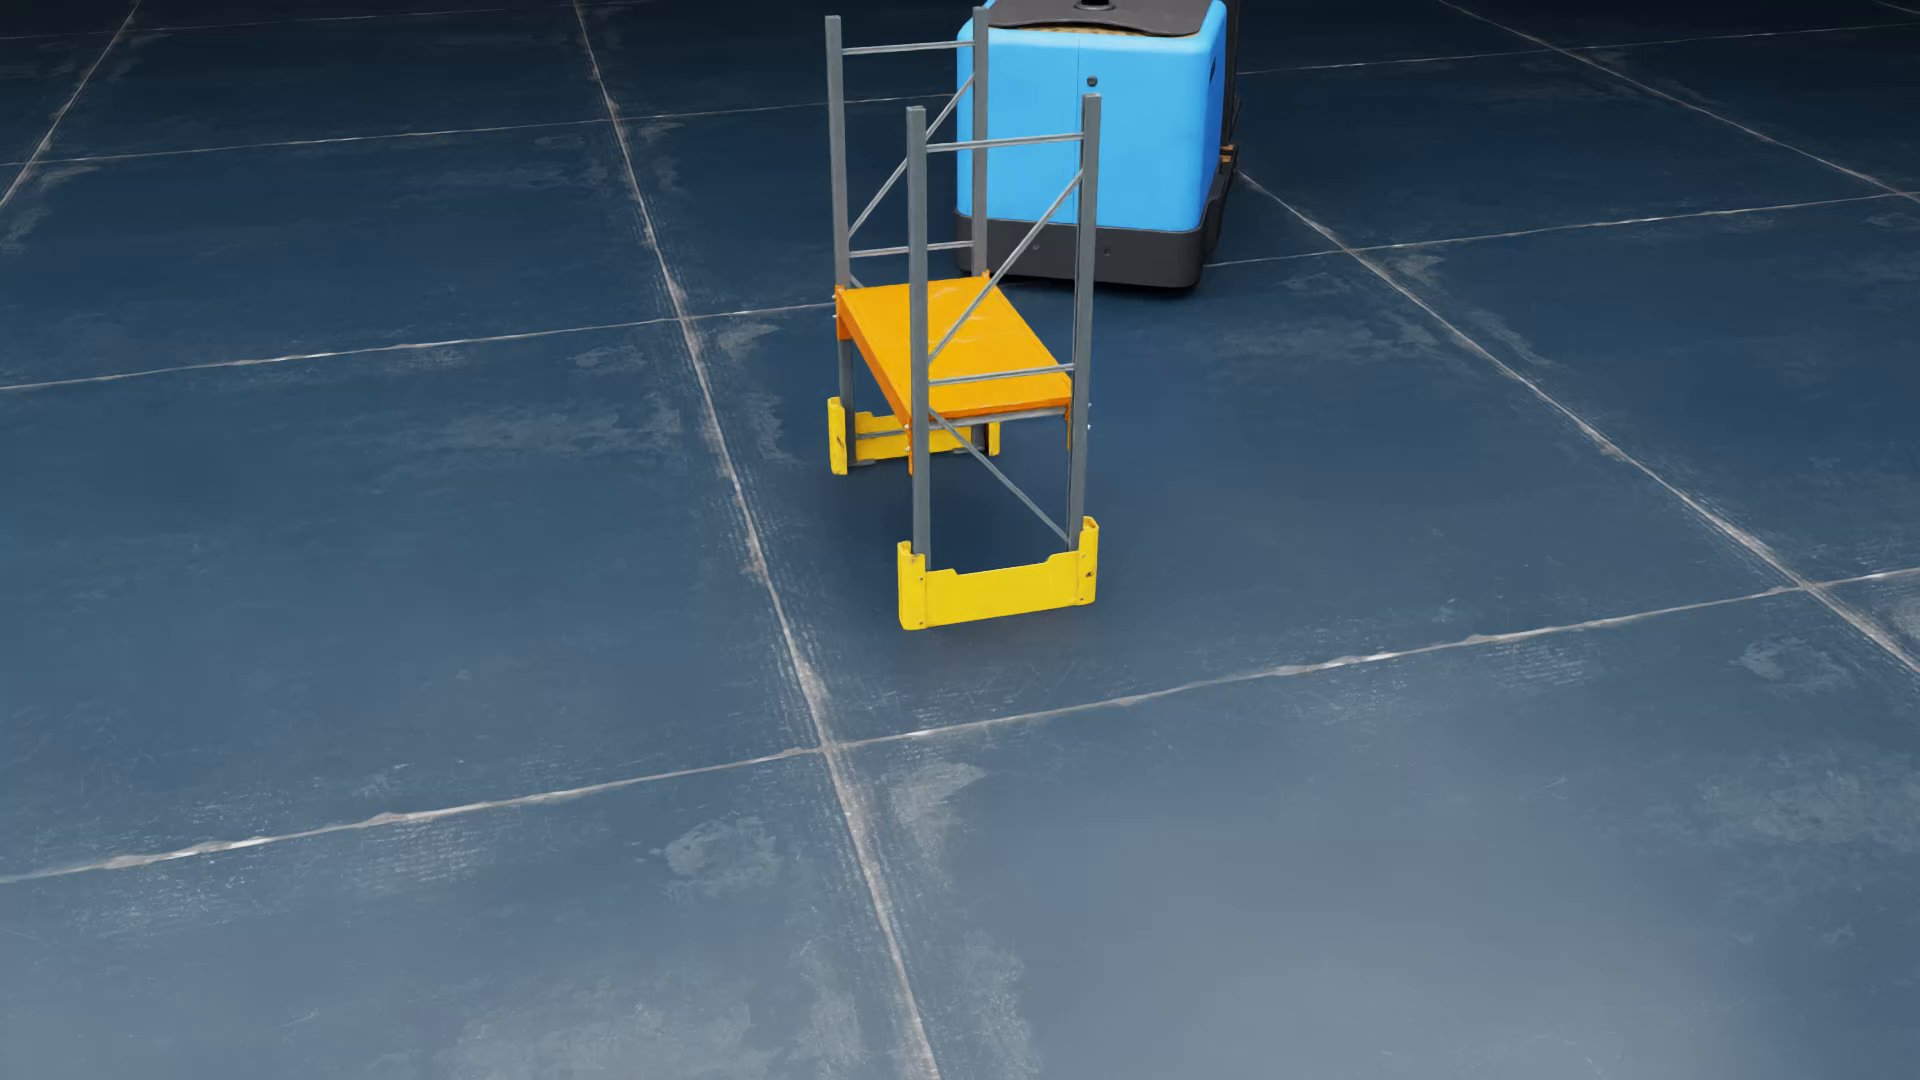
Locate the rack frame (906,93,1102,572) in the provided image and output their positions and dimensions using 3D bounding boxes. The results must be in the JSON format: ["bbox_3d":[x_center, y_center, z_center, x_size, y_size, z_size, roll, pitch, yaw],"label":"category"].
[{"bbox_3d":[0.112,-0.445,4.521,0.500,1.500,0.032,-8,31,-13],"label":"rack frame"}]

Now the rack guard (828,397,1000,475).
[{"bbox_3d":[-0.152,-0.386,5.667,0.587,0.250,0.087,-8,31,-13],"label":"rack guard"}]

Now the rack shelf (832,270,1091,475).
[{"bbox_3d":[-0.023,-0.535,5.036,0.538,0.185,1.000,-8,31,-13],"label":"rack shelf"}]

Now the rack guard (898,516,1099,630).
[{"bbox_3d":[0.112,0.096,4.835,0.587,0.250,0.087,-8,31,-13],"label":"rack guard"}]

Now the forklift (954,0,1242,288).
[{"bbox_3d":[0.797,-3.043,7.581,1.130,2.935,3.031,6,31,11],"label":"forklift"}]

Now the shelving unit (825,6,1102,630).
[{"bbox_3d":[-0.020,-0.686,4.938,0.587,1.500,1.083,-8,31,-13],"label":"shelving unit"}]

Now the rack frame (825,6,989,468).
[{"bbox_3d":[-0.158,-0.936,5.370,0.500,1.500,0.032,-8,31,-13],"label":"rack frame"}]
